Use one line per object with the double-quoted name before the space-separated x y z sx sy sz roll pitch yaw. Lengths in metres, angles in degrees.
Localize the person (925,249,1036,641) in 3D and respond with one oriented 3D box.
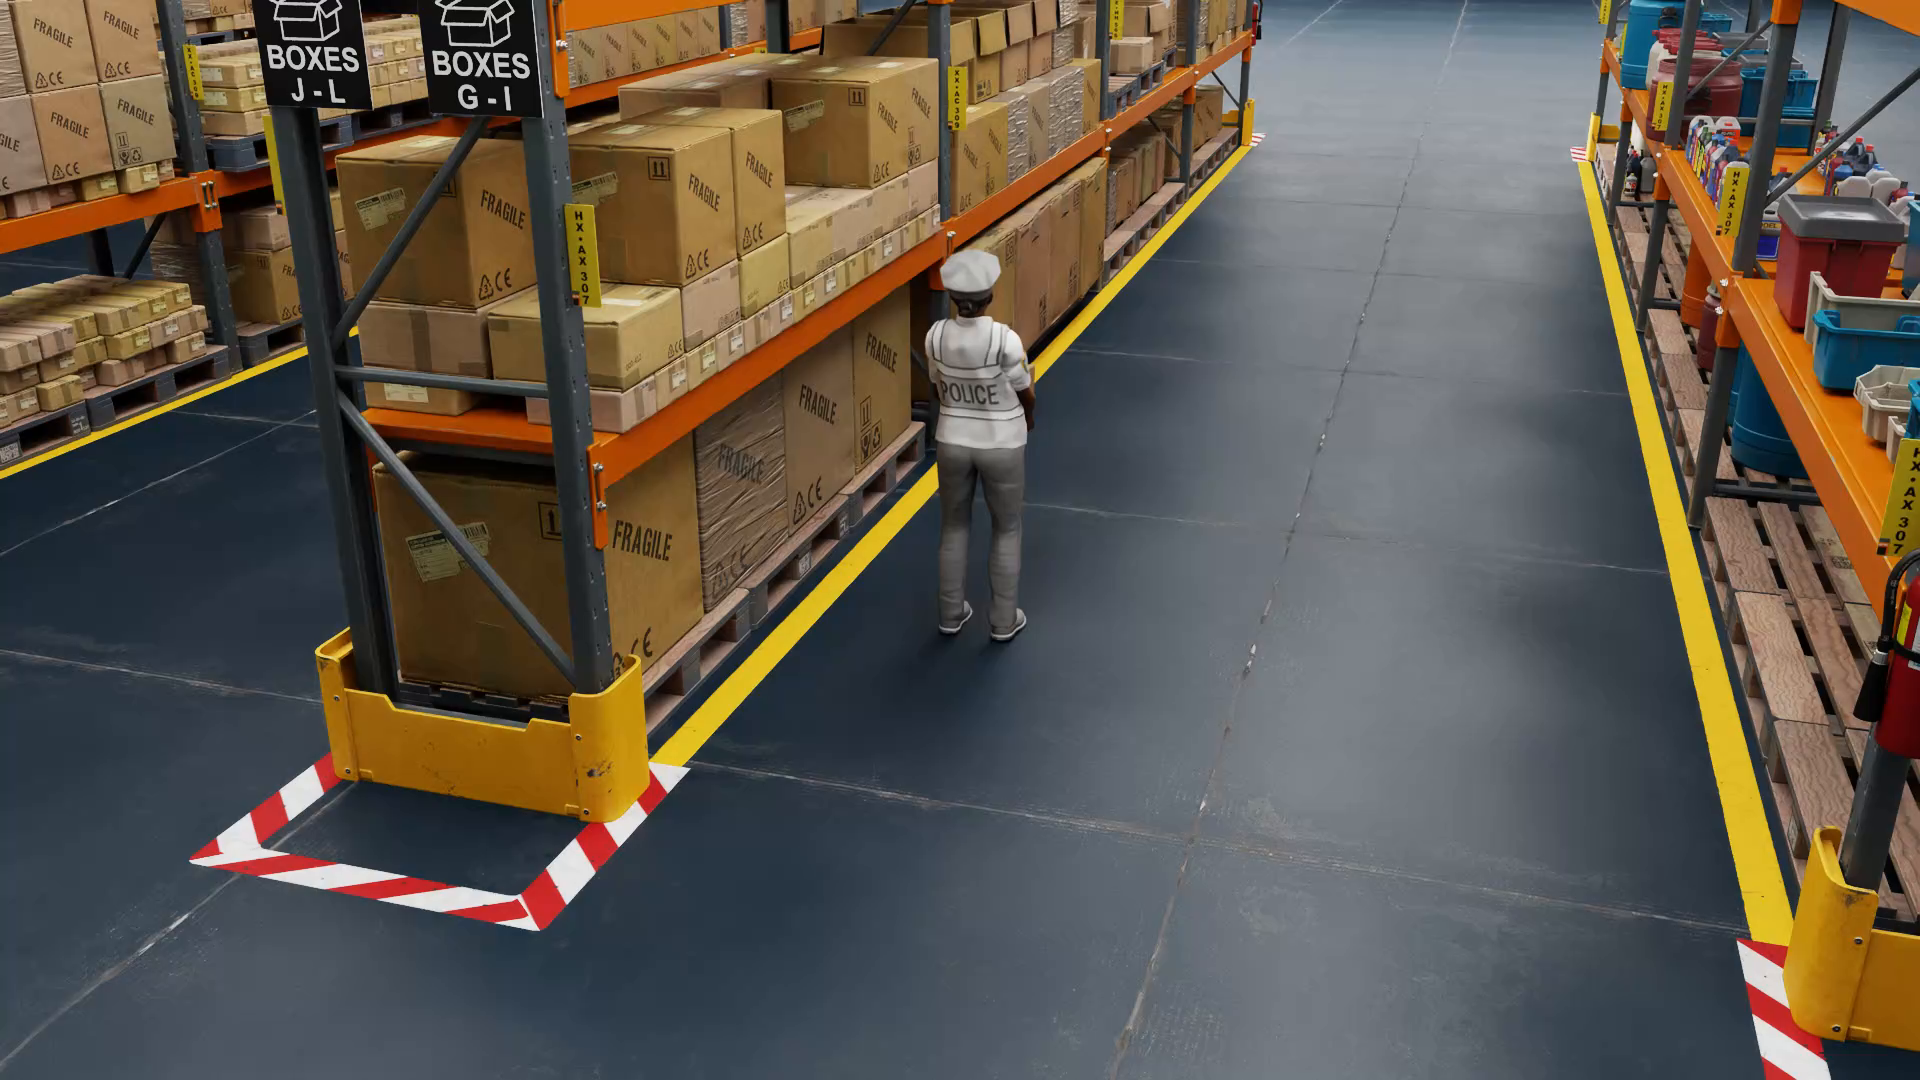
"person" 0.106 -0.412 7.071 0.450 1.687 0.533 7 23 17
